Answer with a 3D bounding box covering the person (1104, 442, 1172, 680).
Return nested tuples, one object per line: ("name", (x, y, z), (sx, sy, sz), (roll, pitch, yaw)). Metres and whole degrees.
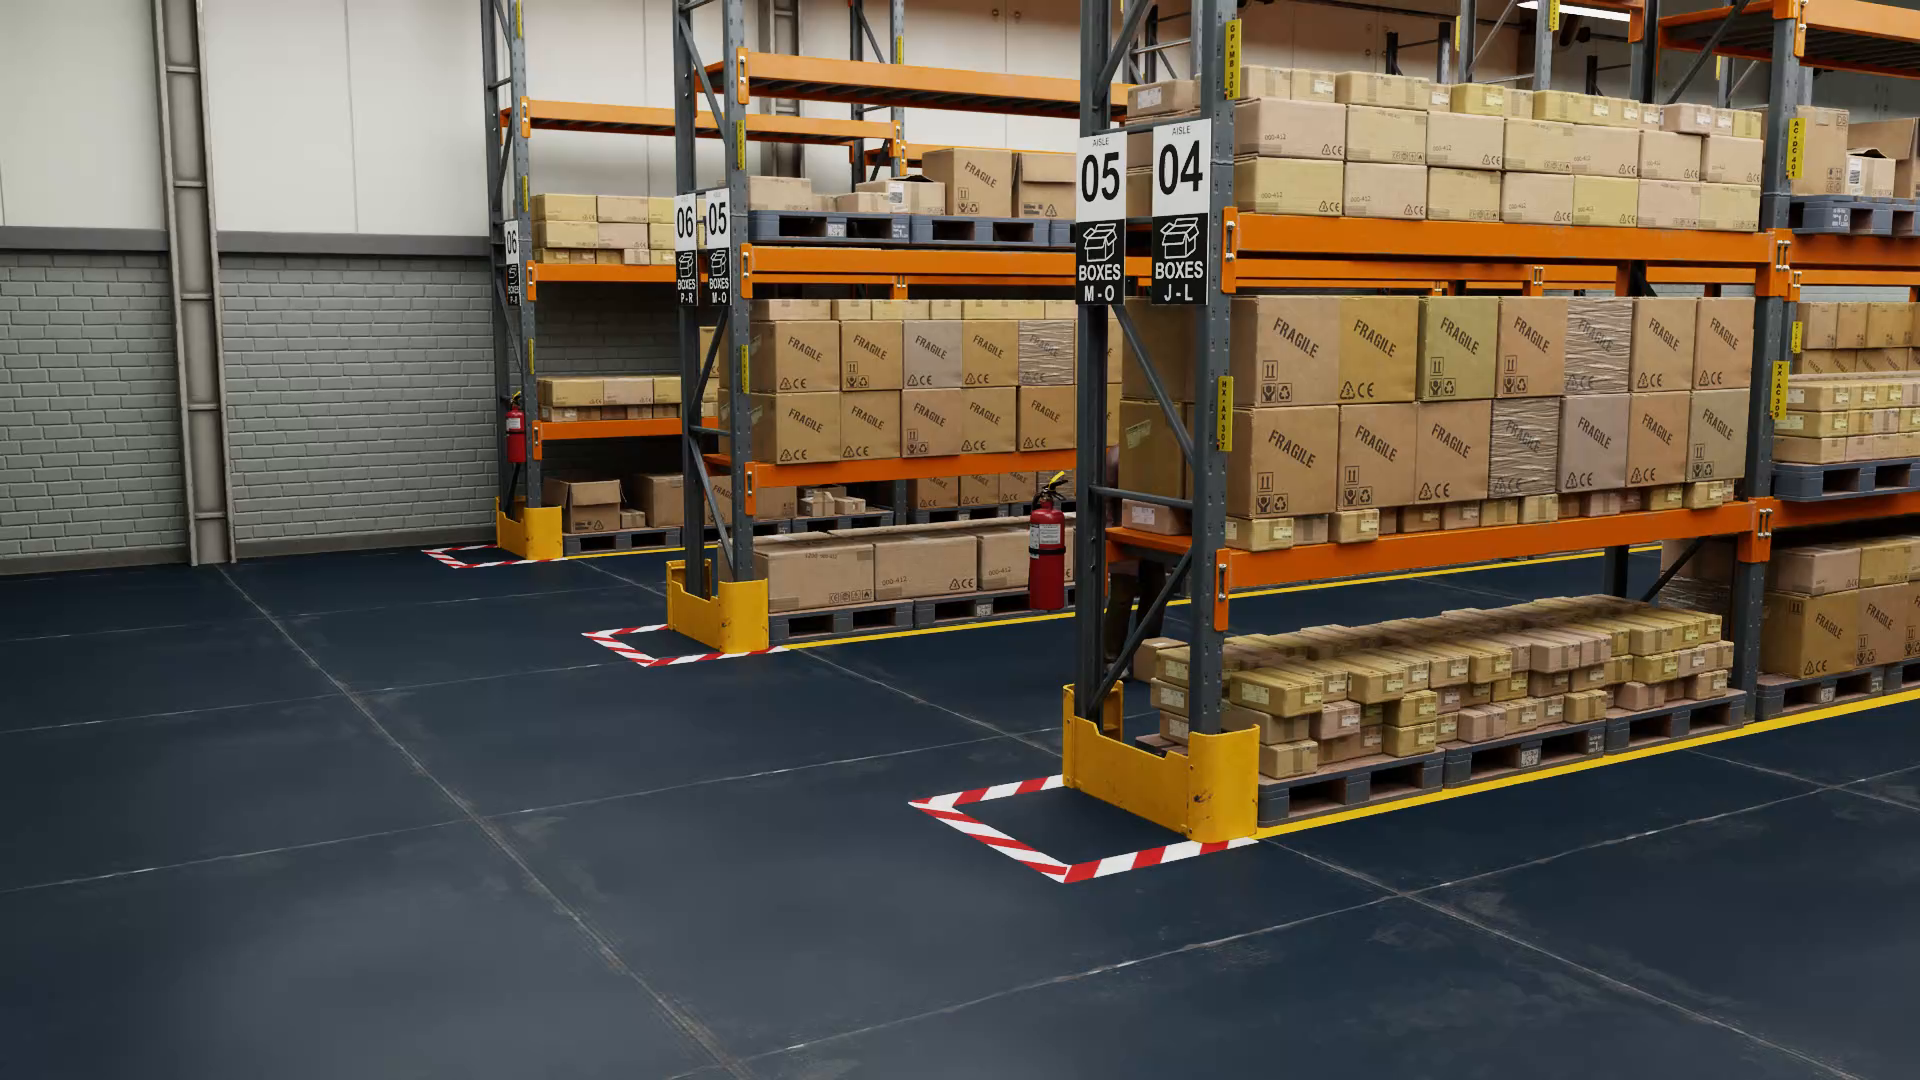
("person", (1.163, 0.000, 10.869), (0.644, 1.774, 0.426), (-5, 9, -31))
